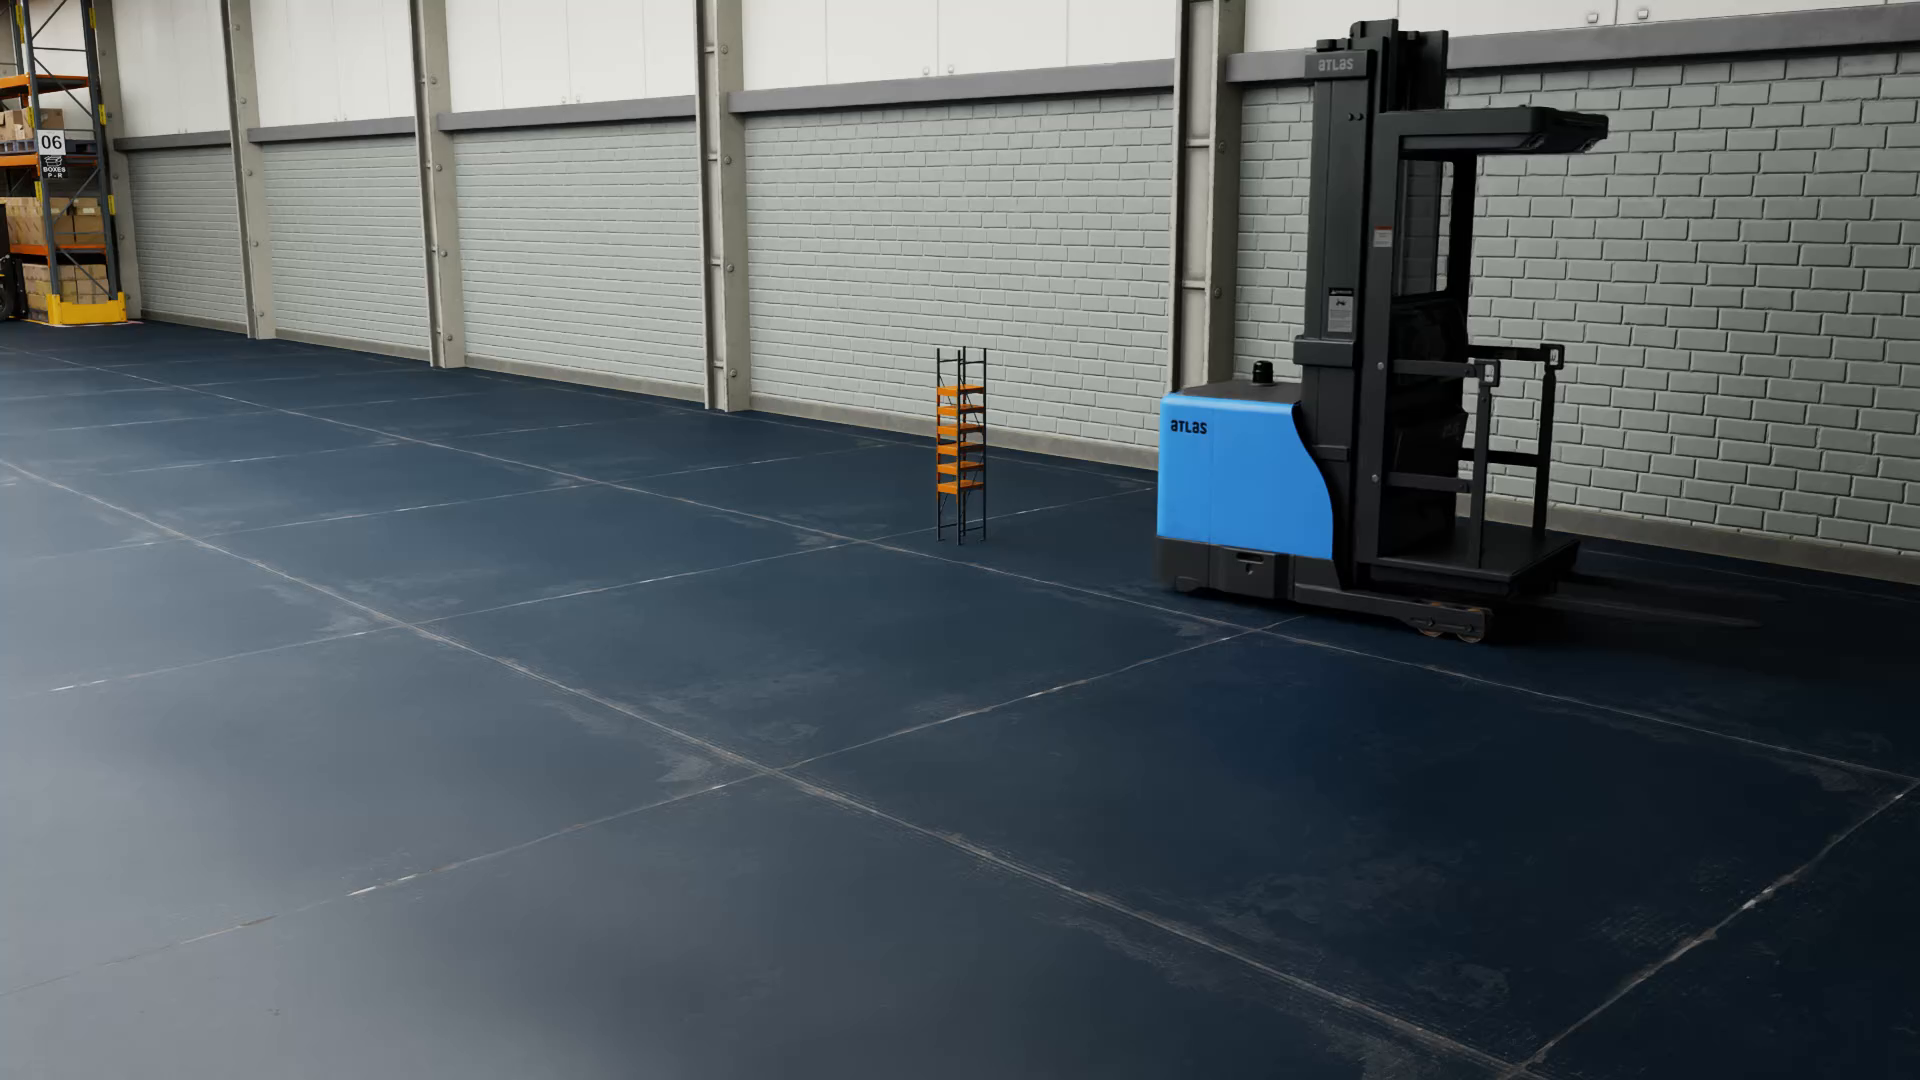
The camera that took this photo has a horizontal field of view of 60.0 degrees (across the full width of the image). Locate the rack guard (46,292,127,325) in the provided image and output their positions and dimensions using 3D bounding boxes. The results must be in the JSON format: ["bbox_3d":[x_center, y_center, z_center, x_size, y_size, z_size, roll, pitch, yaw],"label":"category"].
[{"bbox_3d":[-14.932,-3.971,28.448,1.175,0.500,0.348,-11,16,-43],"label":"rack guard"}]

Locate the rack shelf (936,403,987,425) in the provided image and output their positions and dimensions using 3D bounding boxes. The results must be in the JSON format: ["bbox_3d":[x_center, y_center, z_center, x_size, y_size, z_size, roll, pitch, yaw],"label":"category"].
[{"bbox_3d":[0.010,-0.777,10.241,0.258,0.103,0.180,-11,16,-43],"label":"rack shelf"}]

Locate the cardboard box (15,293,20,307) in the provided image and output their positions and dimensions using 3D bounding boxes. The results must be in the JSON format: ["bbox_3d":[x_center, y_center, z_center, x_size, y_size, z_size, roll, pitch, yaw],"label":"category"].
[{"bbox_3d":[-16.552,-4.303,29.639,0.500,0.250,0.500,-10,15,-41],"label":"cardboard box"}]

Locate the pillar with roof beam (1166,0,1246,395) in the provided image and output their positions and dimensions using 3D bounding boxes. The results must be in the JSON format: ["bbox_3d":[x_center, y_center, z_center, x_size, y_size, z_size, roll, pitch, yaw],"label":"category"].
[{"bbox_3d":[-1.317,-4.262,8.797,9.100,9.000,0.400,-11,16,-43],"label":"pillar with roof beam"}]

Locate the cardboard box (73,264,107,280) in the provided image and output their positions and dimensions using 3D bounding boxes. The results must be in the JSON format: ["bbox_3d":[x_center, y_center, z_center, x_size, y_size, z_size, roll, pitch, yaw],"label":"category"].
[{"bbox_3d":[-15.144,-4.644,28.815,0.500,0.250,0.500,-11,16,-43],"label":"cardboard box"}]

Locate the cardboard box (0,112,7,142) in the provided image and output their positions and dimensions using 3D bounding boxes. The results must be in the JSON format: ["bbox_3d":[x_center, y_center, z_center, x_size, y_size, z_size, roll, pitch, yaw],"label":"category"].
[{"bbox_3d":[-16.442,-7.258,29.229,0.797,0.503,0.637,-10,15,-41],"label":"cardboard box"}]

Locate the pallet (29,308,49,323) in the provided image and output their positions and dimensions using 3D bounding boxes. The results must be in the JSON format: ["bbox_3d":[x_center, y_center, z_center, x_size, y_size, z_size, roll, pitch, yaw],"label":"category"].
[{"bbox_3d":[-15.507,-3.939,29.007,1.003,0.211,1.213,-11,16,-43],"label":"pallet"}]

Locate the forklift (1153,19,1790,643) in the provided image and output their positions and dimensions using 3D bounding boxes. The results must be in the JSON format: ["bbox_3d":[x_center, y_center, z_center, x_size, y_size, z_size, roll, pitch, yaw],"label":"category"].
[{"bbox_3d":[2.543,-1.061,8.300,3.031,2.935,1.130,8,14,35],"label":"forklift"}]

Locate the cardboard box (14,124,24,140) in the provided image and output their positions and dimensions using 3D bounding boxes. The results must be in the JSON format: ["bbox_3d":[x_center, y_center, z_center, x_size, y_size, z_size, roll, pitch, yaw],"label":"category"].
[{"bbox_3d":[-15.916,-6.973,28.432,0.396,0.266,0.258,-11,16,-42],"label":"cardboard box"}]

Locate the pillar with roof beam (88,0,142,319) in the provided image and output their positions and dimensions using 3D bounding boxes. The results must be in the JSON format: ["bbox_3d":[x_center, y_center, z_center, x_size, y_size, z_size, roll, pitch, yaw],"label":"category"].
[{"bbox_3d":[-17.891,-7.765,25.798,9.100,9.000,0.400,-11,16,-43],"label":"pillar with roof beam"}]

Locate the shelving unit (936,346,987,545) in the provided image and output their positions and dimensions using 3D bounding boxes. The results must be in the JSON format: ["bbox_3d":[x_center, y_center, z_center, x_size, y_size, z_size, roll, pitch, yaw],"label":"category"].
[{"bbox_3d":[0.010,-0.586,10.280,0.258,1.200,0.189,-11,16,-43],"label":"shelving unit"}]

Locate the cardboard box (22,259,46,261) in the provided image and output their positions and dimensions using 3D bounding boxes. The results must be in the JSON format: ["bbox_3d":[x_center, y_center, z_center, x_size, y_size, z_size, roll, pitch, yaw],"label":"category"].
[{"bbox_3d":[-17.231,-5.087,30.962,0.500,0.250,0.500,-10,16,-41],"label":"cardboard box"}]

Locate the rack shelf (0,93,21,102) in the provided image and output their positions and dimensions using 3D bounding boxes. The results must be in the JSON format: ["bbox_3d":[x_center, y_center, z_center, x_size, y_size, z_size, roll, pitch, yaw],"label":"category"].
[{"bbox_3d":[-19.092,-8.465,31.970,1.077,0.370,4.000,-11,16,-43],"label":"rack shelf"}]

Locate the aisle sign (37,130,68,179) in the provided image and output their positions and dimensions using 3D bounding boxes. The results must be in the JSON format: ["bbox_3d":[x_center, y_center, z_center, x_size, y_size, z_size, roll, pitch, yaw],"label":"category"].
[{"bbox_3d":[-15.116,-6.422,27.705,0.394,0.787,0.004,-11,16,-43],"label":"aisle sign"}]

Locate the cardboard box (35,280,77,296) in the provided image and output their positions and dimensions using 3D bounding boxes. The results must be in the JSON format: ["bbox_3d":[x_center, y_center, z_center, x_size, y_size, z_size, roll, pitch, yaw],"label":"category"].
[{"bbox_3d":[-15.511,-4.330,28.530,0.500,0.250,0.500,-11,16,-43],"label":"cardboard box"}]

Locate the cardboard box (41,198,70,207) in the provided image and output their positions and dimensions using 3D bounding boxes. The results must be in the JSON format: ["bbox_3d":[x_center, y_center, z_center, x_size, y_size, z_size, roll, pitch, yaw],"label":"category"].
[{"bbox_3d":[-15.348,-5.734,28.218,0.380,0.149,0.250,-11,16,-42],"label":"cardboard box"}]

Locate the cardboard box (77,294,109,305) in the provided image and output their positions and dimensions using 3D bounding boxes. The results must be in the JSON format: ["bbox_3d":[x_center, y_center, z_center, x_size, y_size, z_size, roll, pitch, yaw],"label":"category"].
[{"bbox_3d":[-15.146,-4.157,28.928,0.500,0.250,0.500,-11,16,-42],"label":"cardboard box"}]

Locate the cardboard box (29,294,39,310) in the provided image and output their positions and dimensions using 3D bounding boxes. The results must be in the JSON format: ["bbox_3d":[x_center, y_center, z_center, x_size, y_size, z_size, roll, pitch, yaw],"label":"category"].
[{"bbox_3d":[-15.838,-4.156,28.925,0.500,0.250,0.500,-11,16,-43],"label":"cardboard box"}]

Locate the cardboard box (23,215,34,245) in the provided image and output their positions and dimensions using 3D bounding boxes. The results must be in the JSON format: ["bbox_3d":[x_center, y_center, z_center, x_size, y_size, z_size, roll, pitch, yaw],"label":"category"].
[{"bbox_3d":[-15.830,-5.360,28.747,0.500,0.500,0.500,-10,15,-41],"label":"cardboard box"}]

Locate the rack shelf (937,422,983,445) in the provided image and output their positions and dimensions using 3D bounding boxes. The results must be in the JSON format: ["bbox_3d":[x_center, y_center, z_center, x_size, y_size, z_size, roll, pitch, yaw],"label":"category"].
[{"bbox_3d":[0.010,-0.660,10.265,0.258,0.103,0.180,-11,16,-43],"label":"rack shelf"}]

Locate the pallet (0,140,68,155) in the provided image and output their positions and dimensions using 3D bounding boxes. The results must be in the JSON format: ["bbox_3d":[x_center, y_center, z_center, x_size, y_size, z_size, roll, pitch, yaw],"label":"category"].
[{"bbox_3d":[-16.265,-6.910,29.301,1.003,0.211,1.213,-11,16,-43],"label":"pallet"}]

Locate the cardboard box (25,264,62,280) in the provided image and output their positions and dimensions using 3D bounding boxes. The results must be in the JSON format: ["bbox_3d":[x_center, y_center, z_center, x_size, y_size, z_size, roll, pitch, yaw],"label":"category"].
[{"bbox_3d":[-15.849,-4.645,28.820,0.500,0.250,0.500,-11,16,-42],"label":"cardboard box"}]

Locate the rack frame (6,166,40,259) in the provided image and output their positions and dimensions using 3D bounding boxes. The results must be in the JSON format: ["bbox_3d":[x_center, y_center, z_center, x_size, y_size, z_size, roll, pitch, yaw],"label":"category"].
[{"bbox_3d":[-17.711,-5.783,31.046,1.000,3.000,0.127,-11,16,-43],"label":"rack frame"}]

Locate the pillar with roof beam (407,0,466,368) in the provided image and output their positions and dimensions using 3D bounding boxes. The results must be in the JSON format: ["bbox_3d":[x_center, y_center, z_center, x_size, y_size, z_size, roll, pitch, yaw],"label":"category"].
[{"bbox_3d":[-9.604,-6.013,17.298,9.100,9.000,0.400,-11,16,-43],"label":"pillar with roof beam"}]

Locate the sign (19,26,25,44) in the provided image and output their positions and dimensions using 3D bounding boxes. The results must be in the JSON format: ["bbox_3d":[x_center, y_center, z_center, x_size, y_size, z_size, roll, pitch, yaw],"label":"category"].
[{"bbox_3d":[-17.293,-9.330,30.688,0.100,0.325,0.005,-11,16,-43],"label":"sign"}]

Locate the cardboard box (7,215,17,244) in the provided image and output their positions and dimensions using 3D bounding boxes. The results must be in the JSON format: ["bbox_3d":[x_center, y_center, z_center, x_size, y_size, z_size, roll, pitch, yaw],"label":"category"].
[{"bbox_3d":[-16.539,-5.507,29.459,0.500,0.500,0.500,-11,16,-42],"label":"cardboard box"}]

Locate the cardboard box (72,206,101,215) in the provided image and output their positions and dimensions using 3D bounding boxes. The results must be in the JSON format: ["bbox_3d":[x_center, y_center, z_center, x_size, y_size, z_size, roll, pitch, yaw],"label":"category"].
[{"bbox_3d":[-14.995,-5.651,28.553,0.250,0.149,0.380,11,16,44],"label":"cardboard box"}]

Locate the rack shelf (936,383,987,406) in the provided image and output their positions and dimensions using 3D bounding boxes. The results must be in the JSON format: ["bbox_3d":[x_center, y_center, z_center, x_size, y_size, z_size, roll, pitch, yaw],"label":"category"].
[{"bbox_3d":[0.010,-0.895,10.216,0.258,0.103,0.180,-11,16,-43],"label":"rack shelf"}]

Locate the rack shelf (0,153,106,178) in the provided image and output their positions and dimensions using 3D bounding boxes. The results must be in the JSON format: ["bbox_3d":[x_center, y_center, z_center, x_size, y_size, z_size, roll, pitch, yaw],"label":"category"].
[{"bbox_3d":[-16.330,-6.608,29.399,1.077,0.370,4.000,-11,16,-43],"label":"rack shelf"}]

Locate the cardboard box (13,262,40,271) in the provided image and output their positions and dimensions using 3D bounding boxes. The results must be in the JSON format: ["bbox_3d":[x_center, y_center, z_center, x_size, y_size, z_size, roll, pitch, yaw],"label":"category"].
[{"bbox_3d":[-16.549,-4.792,29.534,0.500,0.250,0.500,-11,16,-44],"label":"cardboard box"}]

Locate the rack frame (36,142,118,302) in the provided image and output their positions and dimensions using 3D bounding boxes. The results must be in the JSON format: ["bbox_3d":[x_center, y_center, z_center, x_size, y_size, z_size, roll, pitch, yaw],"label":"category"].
[{"bbox_3d":[-14.949,-5.199,28.212,1.000,3.000,0.127,-11,16,-43],"label":"rack frame"}]

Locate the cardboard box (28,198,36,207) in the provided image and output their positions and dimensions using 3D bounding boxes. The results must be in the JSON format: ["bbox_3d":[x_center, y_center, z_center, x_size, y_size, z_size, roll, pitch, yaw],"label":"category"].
[{"bbox_3d":[-15.741,-5.800,28.539,0.380,0.149,0.250,-10,16,-41],"label":"cardboard box"}]

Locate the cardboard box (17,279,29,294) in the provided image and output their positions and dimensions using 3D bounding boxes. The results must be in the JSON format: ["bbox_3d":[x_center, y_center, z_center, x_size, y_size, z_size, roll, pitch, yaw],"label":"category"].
[{"bbox_3d":[-16.221,-4.477,29.244,0.500,0.250,0.500,-11,16,-44],"label":"cardboard box"}]

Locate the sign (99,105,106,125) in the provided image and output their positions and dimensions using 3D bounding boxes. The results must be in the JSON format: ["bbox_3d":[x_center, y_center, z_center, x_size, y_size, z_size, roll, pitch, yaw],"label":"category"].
[{"bbox_3d":[-14.543,-7.211,28.185,0.100,0.325,0.005,-11,16,-43],"label":"sign"}]

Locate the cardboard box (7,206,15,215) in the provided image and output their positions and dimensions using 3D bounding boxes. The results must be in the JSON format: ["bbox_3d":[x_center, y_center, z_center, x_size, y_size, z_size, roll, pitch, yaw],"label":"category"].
[{"bbox_3d":[-16.628,-5.838,29.458,0.380,0.149,0.250,-11,16,-44],"label":"cardboard box"}]

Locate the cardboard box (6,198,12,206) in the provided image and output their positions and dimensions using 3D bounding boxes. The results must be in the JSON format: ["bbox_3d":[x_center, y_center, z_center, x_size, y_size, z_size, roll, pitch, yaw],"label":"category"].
[{"bbox_3d":[-16.758,-6.030,29.655,0.380,0.149,0.250,-11,16,-43],"label":"cardboard box"}]

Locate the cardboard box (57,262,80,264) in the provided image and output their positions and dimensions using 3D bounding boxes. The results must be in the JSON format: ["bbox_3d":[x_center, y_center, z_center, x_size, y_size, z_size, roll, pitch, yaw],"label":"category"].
[{"bbox_3d":[-15.829,-4.791,29.528,0.500,0.250,0.500,-11,16,-43],"label":"cardboard box"}]

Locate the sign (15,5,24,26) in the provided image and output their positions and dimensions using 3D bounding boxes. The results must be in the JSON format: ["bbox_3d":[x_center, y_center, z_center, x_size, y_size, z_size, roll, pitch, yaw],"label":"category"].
[{"bbox_3d":[-15.351,-8.560,27.148,0.100,0.325,0.005,-11,16,-43],"label":"sign"}]

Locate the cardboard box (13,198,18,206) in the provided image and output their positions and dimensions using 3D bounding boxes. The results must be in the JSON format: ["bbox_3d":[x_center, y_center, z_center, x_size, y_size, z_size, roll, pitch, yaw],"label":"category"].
[{"bbox_3d":[-16.302,-5.907,29.054,0.380,0.149,0.250,-10,16,-41],"label":"cardboard box"}]

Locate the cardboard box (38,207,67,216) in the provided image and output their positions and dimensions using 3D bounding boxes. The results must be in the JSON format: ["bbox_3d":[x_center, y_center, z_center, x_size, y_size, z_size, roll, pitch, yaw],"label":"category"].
[{"bbox_3d":[-15.391,-5.577,28.193,0.380,0.149,0.250,-11,16,-42],"label":"cardboard box"}]

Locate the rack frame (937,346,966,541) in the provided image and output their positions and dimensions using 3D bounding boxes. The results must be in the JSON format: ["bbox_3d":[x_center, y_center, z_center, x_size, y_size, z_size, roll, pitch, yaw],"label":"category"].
[{"bbox_3d":[-0.053,-0.599,10.345,0.240,1.200,0.006,-11,16,-43],"label":"rack frame"}]

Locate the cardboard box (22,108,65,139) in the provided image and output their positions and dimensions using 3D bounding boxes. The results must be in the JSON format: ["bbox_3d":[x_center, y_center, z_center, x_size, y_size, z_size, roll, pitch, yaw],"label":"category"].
[{"bbox_3d":[-15.431,-7.002,27.996,0.500,0.500,0.500,-10,15,-41],"label":"cardboard box"}]

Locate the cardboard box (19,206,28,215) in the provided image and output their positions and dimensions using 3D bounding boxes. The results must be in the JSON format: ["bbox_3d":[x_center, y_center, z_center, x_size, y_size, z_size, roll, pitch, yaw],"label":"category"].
[{"bbox_3d":[-16.105,-5.727,28.920,0.250,0.149,0.380,11,16,43],"label":"cardboard box"}]

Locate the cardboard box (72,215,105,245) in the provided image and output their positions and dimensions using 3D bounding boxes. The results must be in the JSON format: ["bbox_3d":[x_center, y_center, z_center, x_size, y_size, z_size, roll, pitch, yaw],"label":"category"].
[{"bbox_3d":[-15.090,-5.359,28.741,0.500,0.500,0.500,-10,15,-41],"label":"cardboard box"}]
